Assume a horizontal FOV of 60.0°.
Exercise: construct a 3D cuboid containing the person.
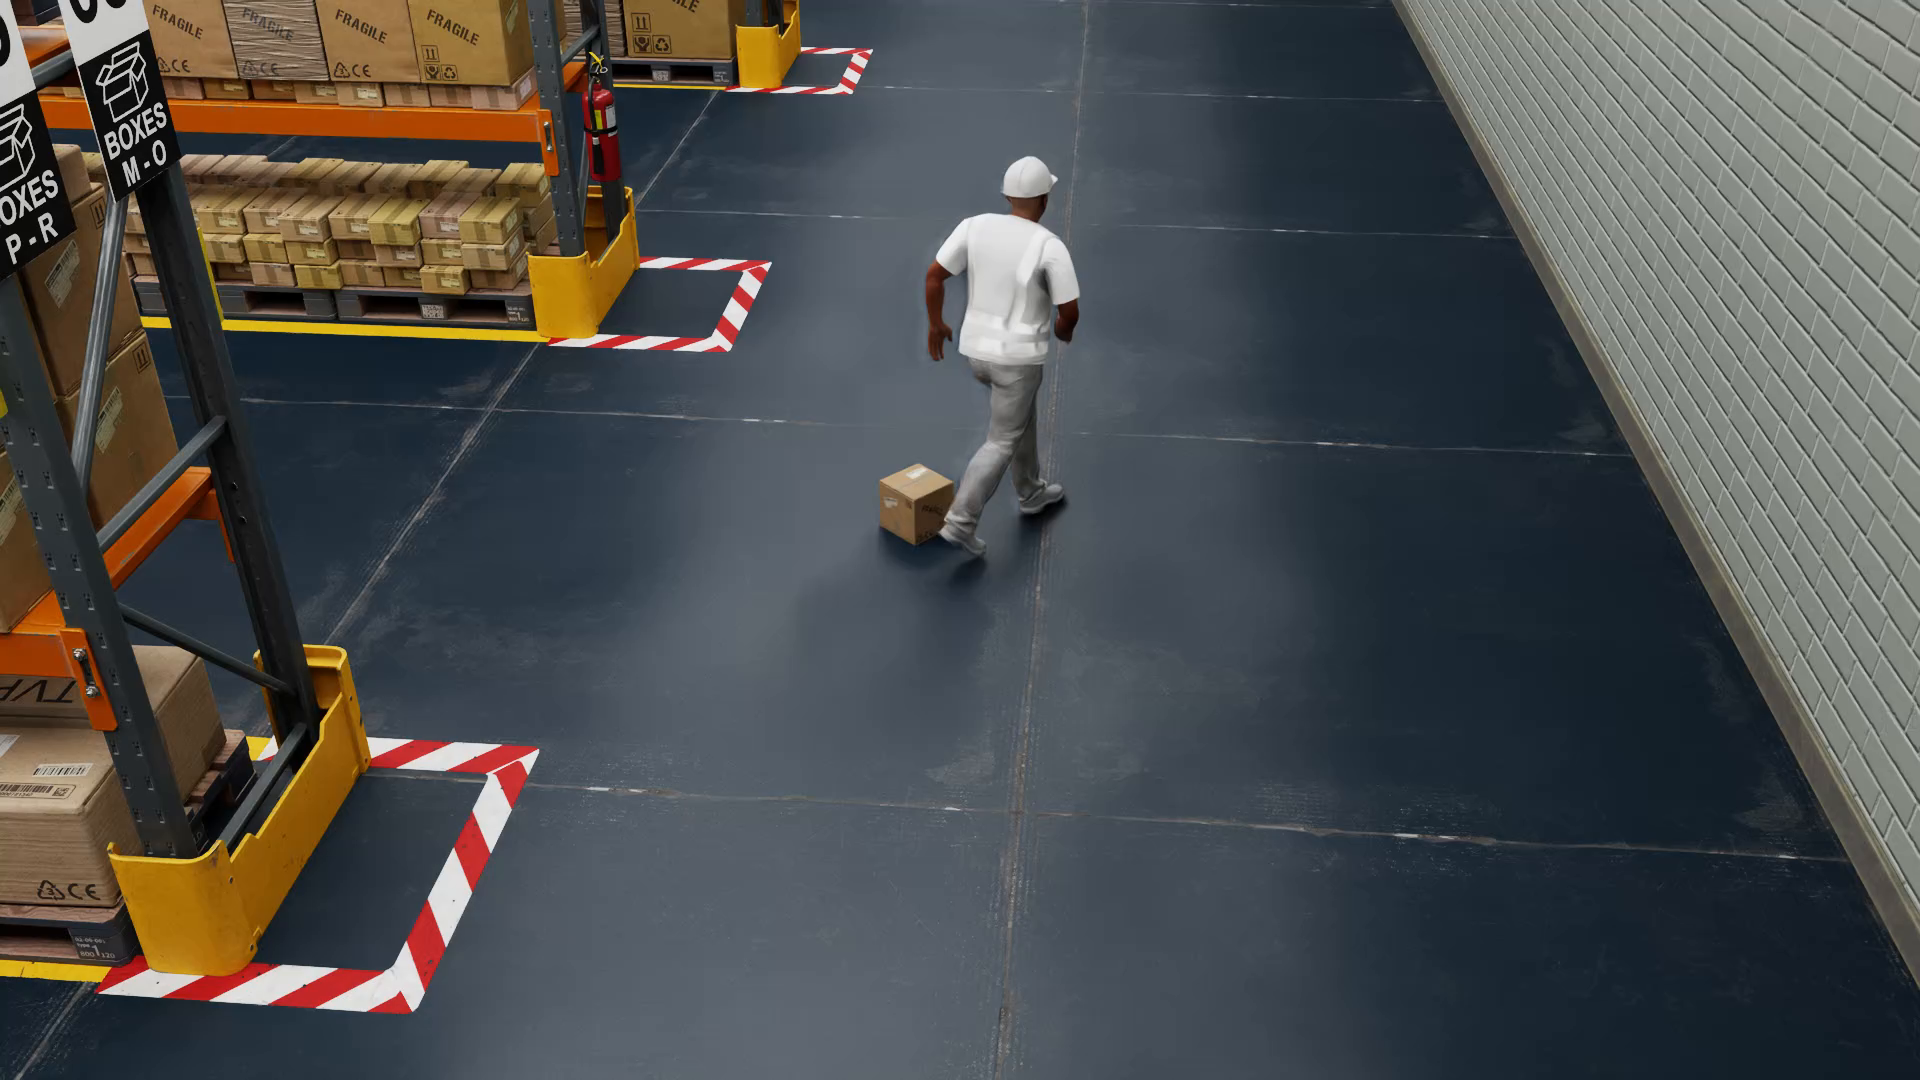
[{"bbox_3d":[0.165,-0.800,7.422,0.703,1.745,0.918,27,41,36],"label":"person"}]
